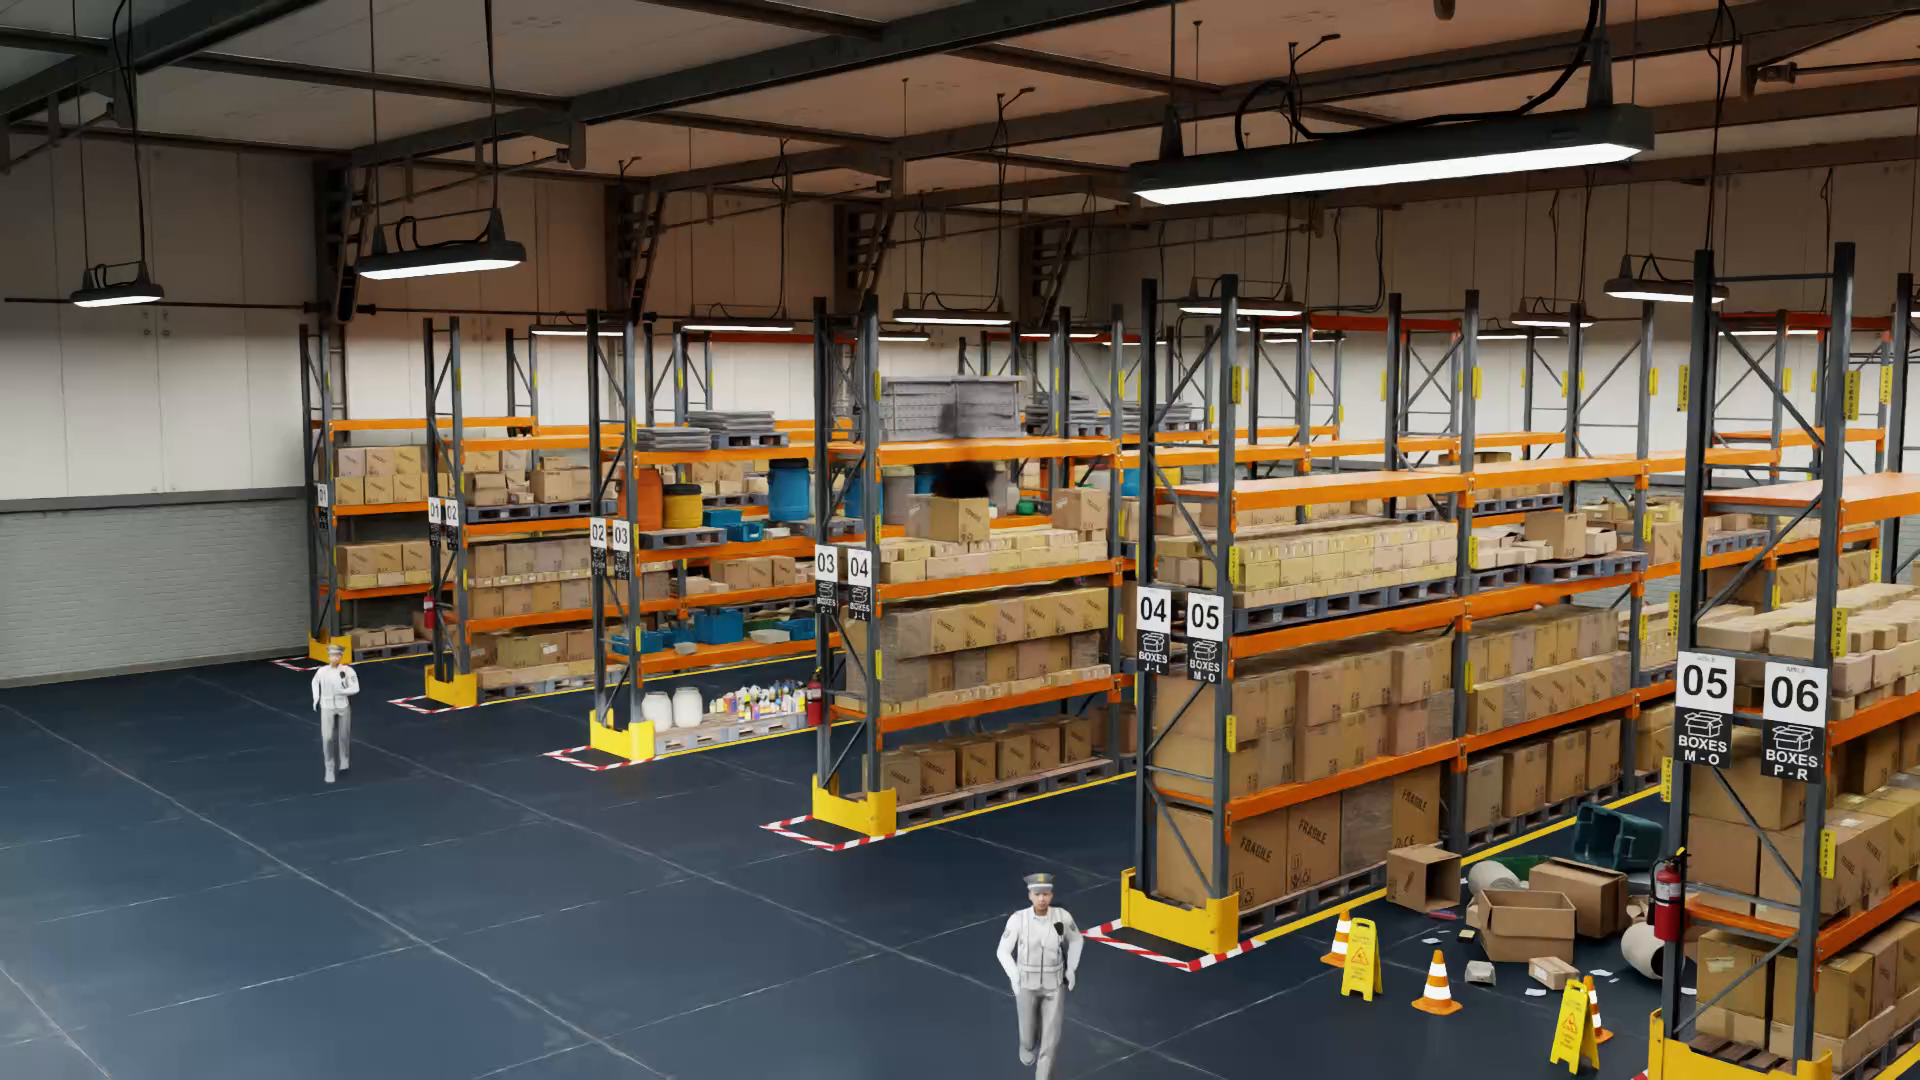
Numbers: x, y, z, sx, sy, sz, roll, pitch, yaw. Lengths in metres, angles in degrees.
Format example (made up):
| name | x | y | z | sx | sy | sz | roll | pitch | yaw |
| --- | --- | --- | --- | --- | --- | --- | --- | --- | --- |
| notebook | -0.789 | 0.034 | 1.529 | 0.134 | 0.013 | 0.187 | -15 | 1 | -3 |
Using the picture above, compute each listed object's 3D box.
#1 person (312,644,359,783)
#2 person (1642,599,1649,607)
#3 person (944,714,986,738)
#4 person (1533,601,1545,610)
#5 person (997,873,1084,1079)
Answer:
| name | x | y | z | sx | sy | sz | roll | pitch | yaw |
| --- | --- | --- | --- | --- | --- | --- | --- | --- | --- |
| person | -7.947 | 2.190 | 21.185 | 0.583 | 1.753 | 0.732 | -2 | 6 | -17 |
| person | 10.479 | 1.750 | 25.481 | 0.771 | 1.683 | 0.688 | -4 | 7 | -33 |
| person | 0.091 | 2.086 | 21.963 | 0.574 | 1.811 | 0.839 | 5 | 7 | 38 |
| person | 8.948 | 1.759 | 25.831 | 0.567 | 1.613 | 0.577 | 4 | 7 | 37 |
| person | 0.577 | 3.162 | 11.817 | 0.630 | 1.692 | 0.758 | 0 | 6 | -2 |
